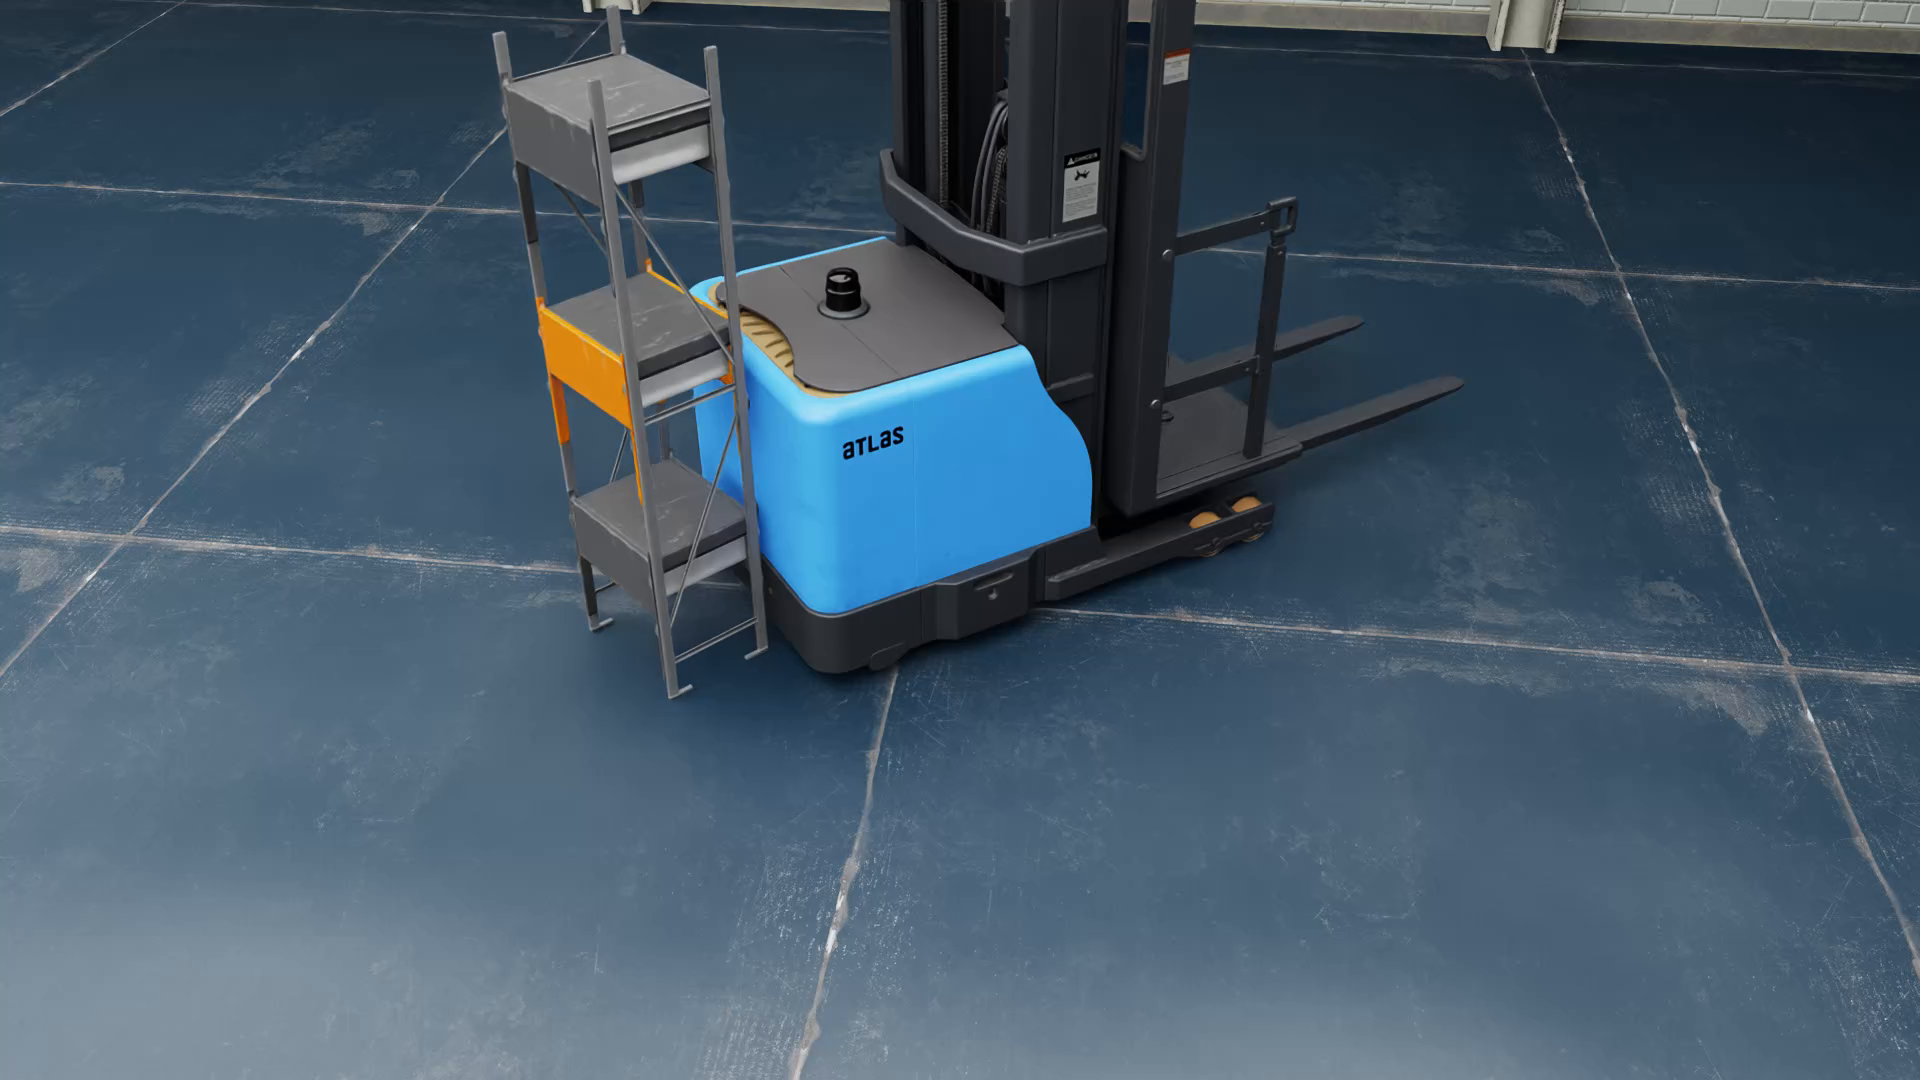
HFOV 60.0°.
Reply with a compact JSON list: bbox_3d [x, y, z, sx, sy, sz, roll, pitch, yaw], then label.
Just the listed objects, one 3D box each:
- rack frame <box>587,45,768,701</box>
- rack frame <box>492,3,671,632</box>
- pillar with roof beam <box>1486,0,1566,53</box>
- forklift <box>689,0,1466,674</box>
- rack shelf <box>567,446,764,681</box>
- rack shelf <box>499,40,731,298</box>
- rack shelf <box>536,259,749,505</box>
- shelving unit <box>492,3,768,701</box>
[{"bbox_3d":[-0.812,-0.406,5.008,0.400,2.100,0.015,-28,44,-33],"label":"rack frame"},{"bbox_3d":[-1.139,-0.615,5.303,0.400,2.100,0.015,-28,44,-33],"label":"rack frame"},{"bbox_3d":[3.069,-4.389,4.653,0.400,9.000,9.100,4,36,6],"label":"pillar with roof beam"},{"bbox_3d":[0.586,-1.376,5.654,3.031,2.935,1.130,-19,40,-24],"label":"forklift"},{"bbox_3d":[-0.976,0.072,5.568,0.431,0.518,0.480,-28,44,-33],"label":"rack shelf"},{"bbox_3d":[-0.975,-1.071,4.759,0.431,0.518,0.480,-28,44,-33],"label":"rack shelf"},{"bbox_3d":[-0.976,-0.499,5.163,0.431,0.518,0.480,-28,44,-33],"label":"rack shelf"},{"bbox_3d":[-0.976,-0.510,5.155,0.431,2.100,0.503,-28,44,-33],"label":"shelving unit"}]
